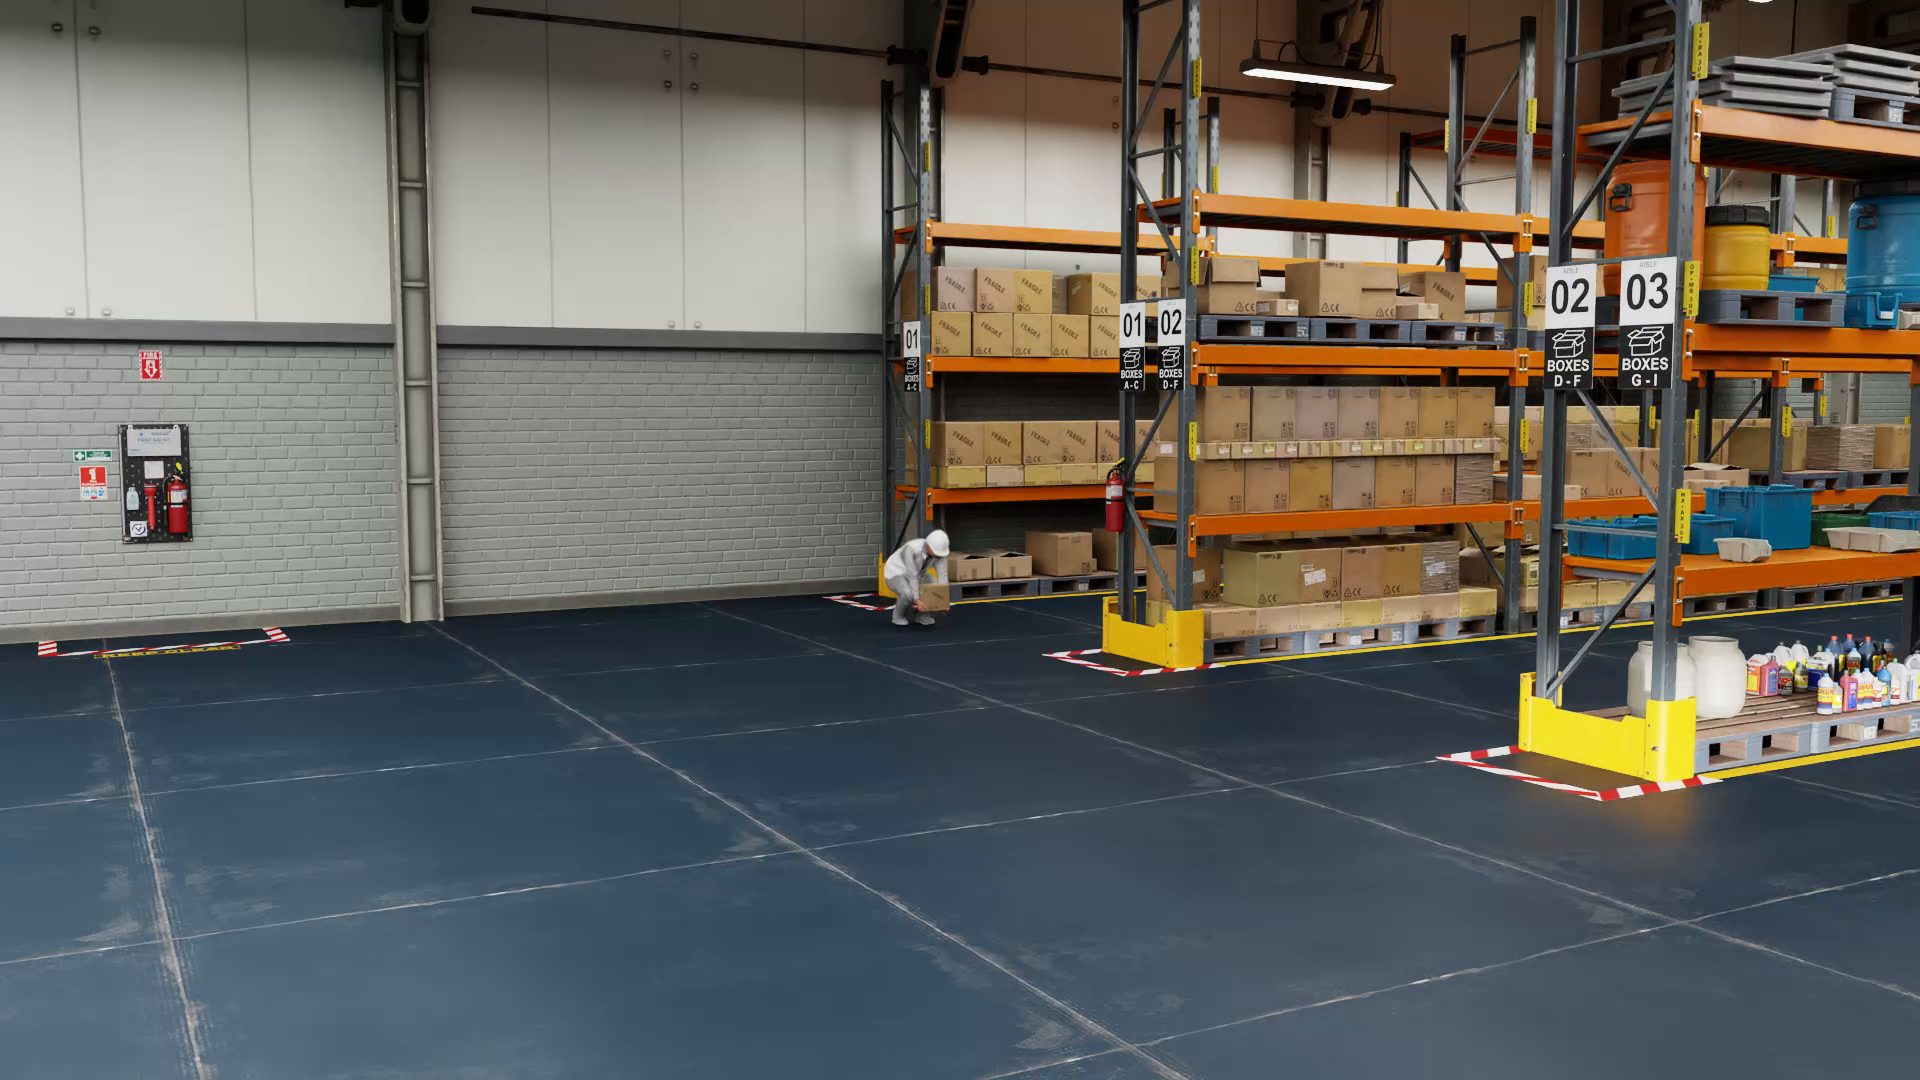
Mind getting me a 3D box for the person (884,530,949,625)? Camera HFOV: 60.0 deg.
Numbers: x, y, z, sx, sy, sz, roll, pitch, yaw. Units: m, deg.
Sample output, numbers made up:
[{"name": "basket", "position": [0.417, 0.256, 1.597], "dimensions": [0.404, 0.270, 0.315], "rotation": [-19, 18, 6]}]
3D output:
[{"name": "person", "position": [-0.421, 0.380, 17.151], "dimensions": [0.515, 1.017, 0.894], "rotation": [-3, 6, -30]}]
